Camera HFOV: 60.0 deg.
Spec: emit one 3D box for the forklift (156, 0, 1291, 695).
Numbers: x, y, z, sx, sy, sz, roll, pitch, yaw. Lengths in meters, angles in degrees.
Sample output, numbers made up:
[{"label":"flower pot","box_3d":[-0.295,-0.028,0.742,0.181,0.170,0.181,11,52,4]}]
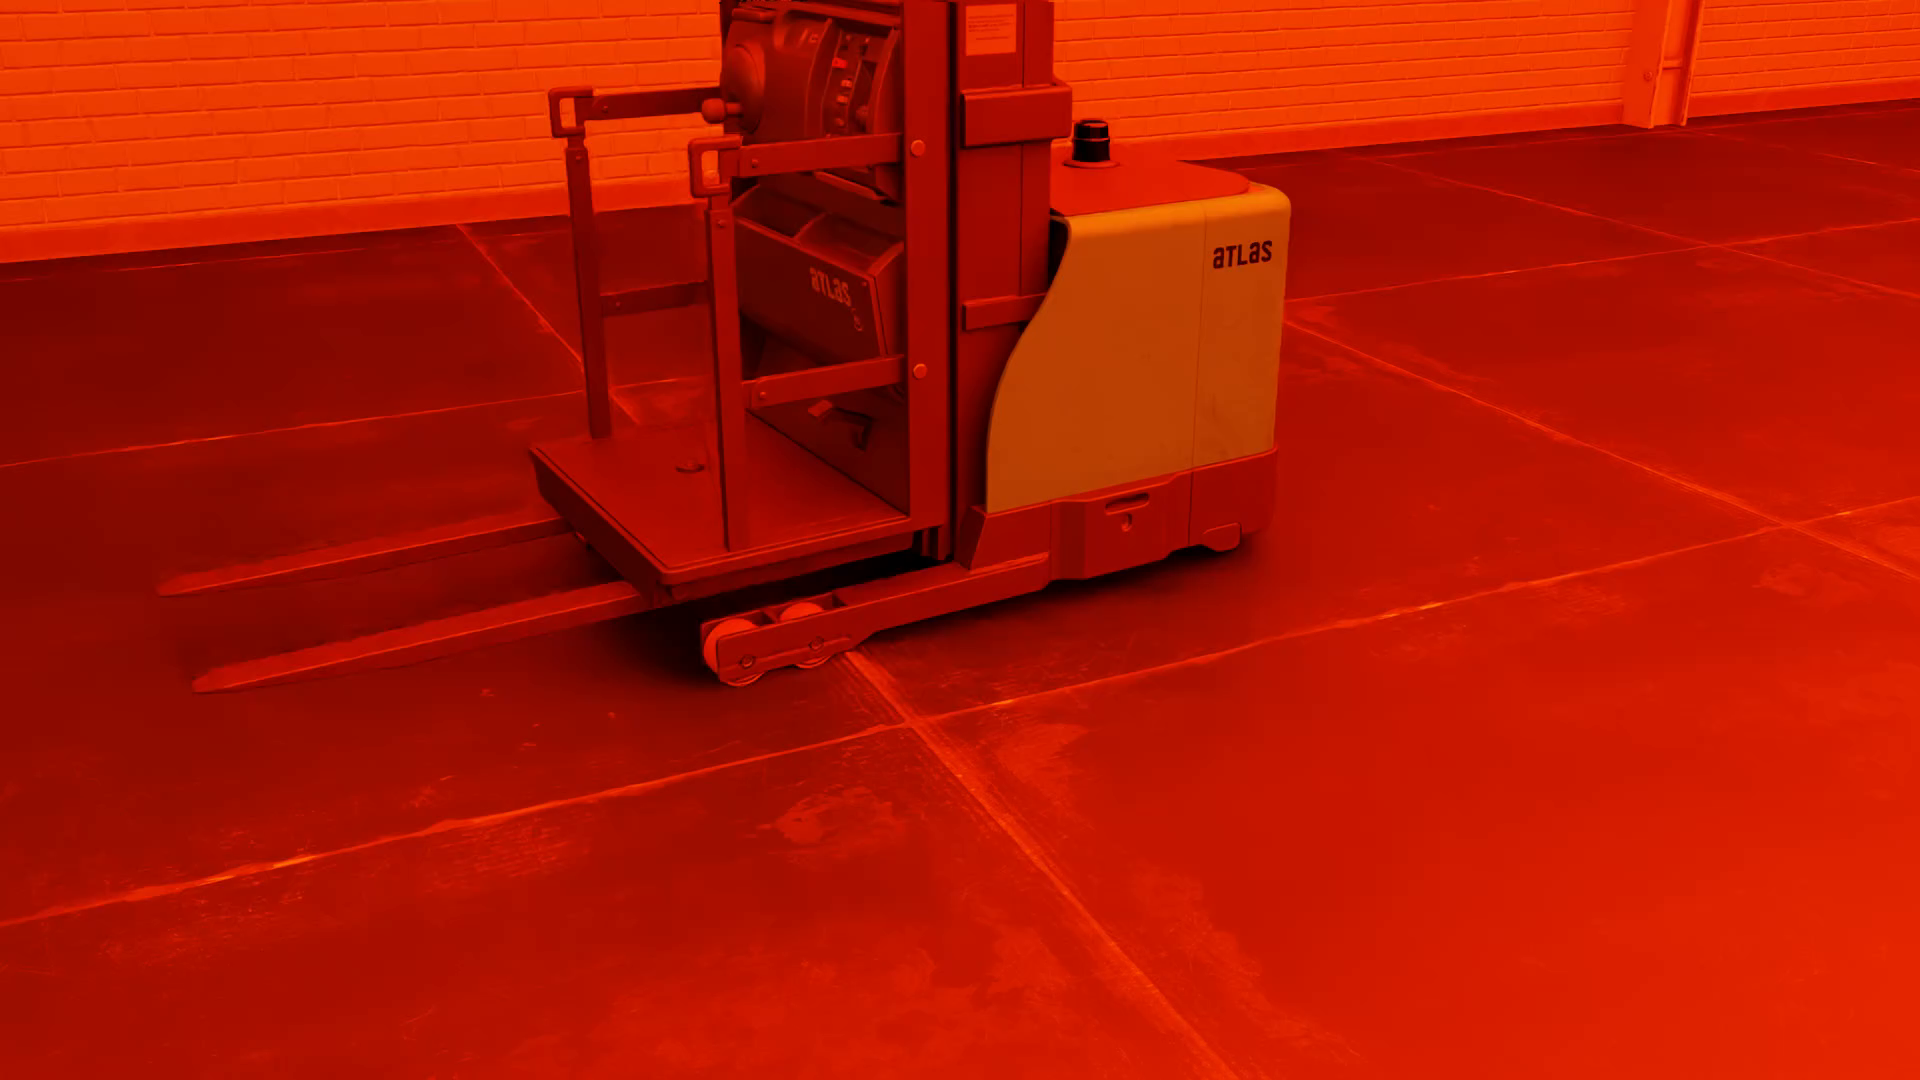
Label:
[{"label":"forklift","box_3d":[-0.578,-1.215,4.210,3.031,2.935,1.130,-13,26,-28]}]
